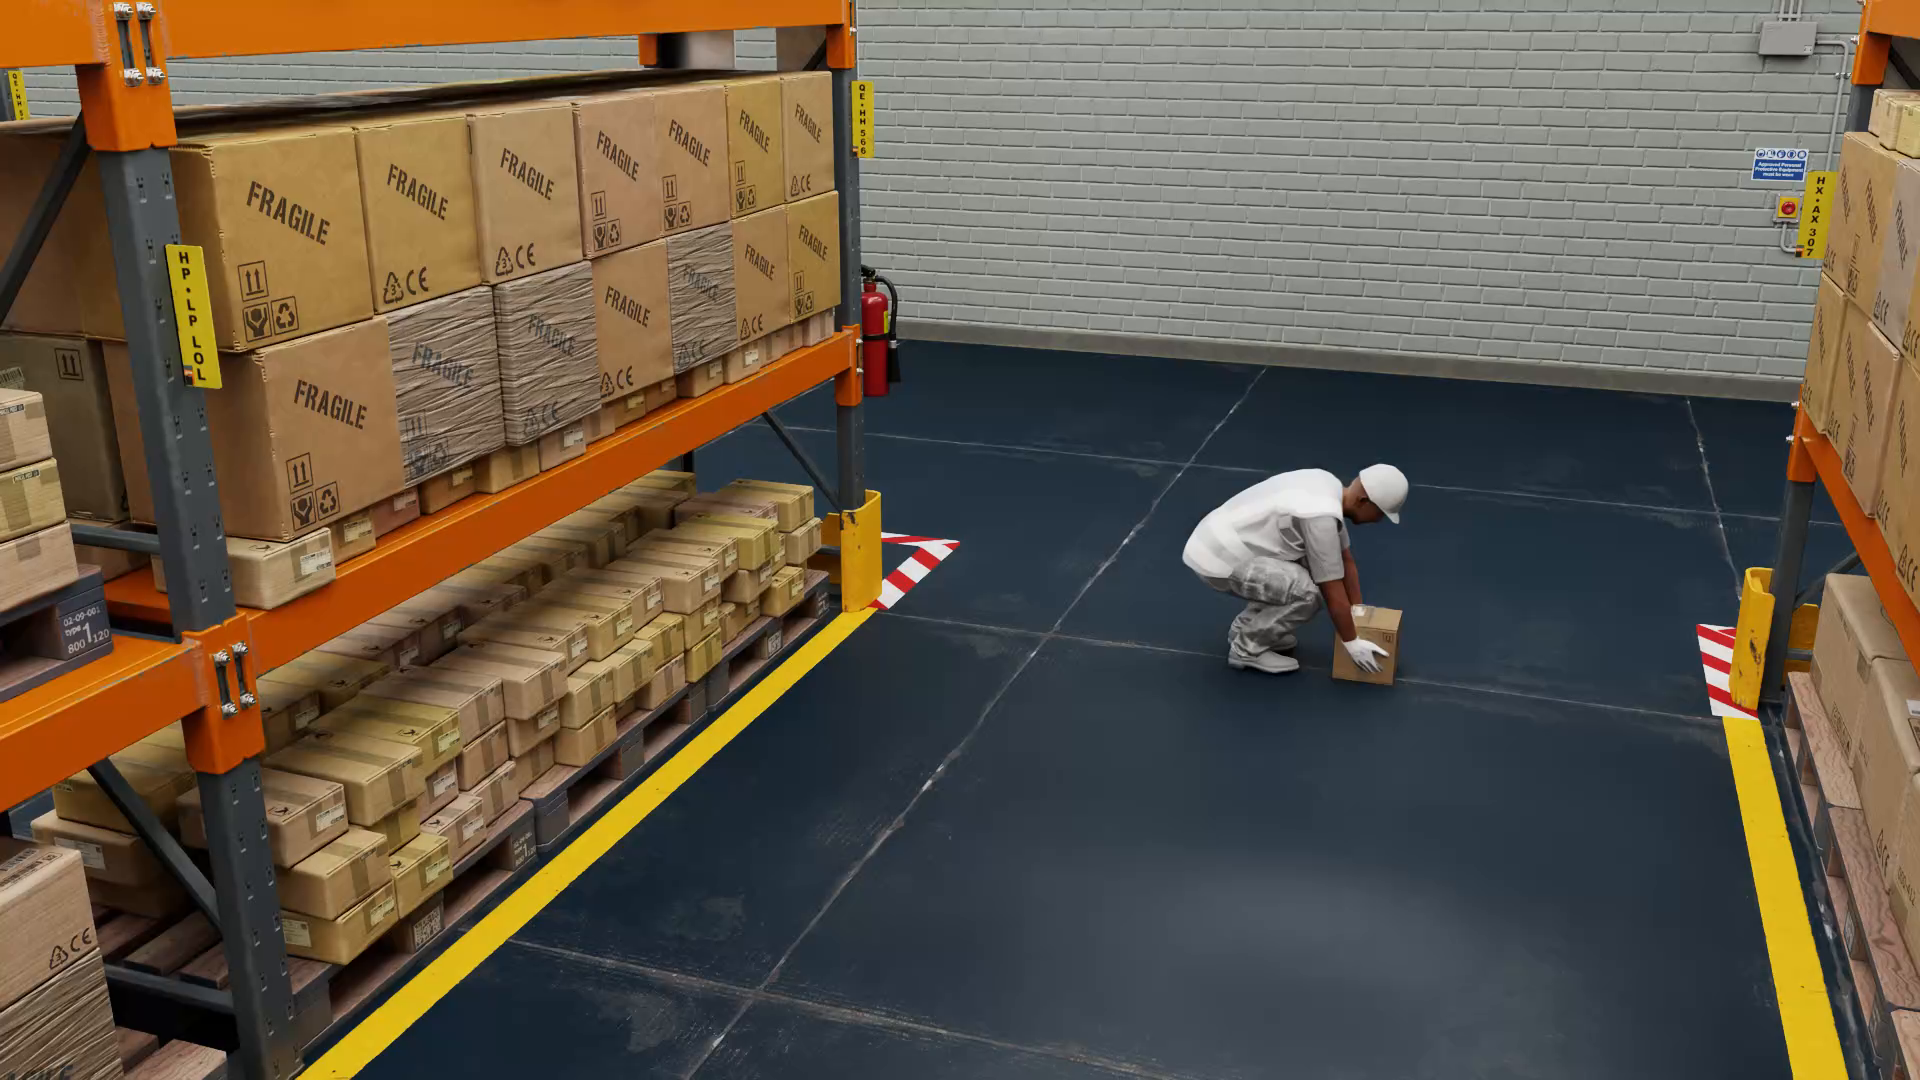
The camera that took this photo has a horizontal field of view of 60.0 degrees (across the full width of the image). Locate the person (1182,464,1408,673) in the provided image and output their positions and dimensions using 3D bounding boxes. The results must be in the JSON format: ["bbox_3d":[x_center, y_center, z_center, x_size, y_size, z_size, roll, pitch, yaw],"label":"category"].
[{"bbox_3d":[1.427,0.091,7.148,0.906,0.909,0.568,6,19,18],"label":"person"}]
